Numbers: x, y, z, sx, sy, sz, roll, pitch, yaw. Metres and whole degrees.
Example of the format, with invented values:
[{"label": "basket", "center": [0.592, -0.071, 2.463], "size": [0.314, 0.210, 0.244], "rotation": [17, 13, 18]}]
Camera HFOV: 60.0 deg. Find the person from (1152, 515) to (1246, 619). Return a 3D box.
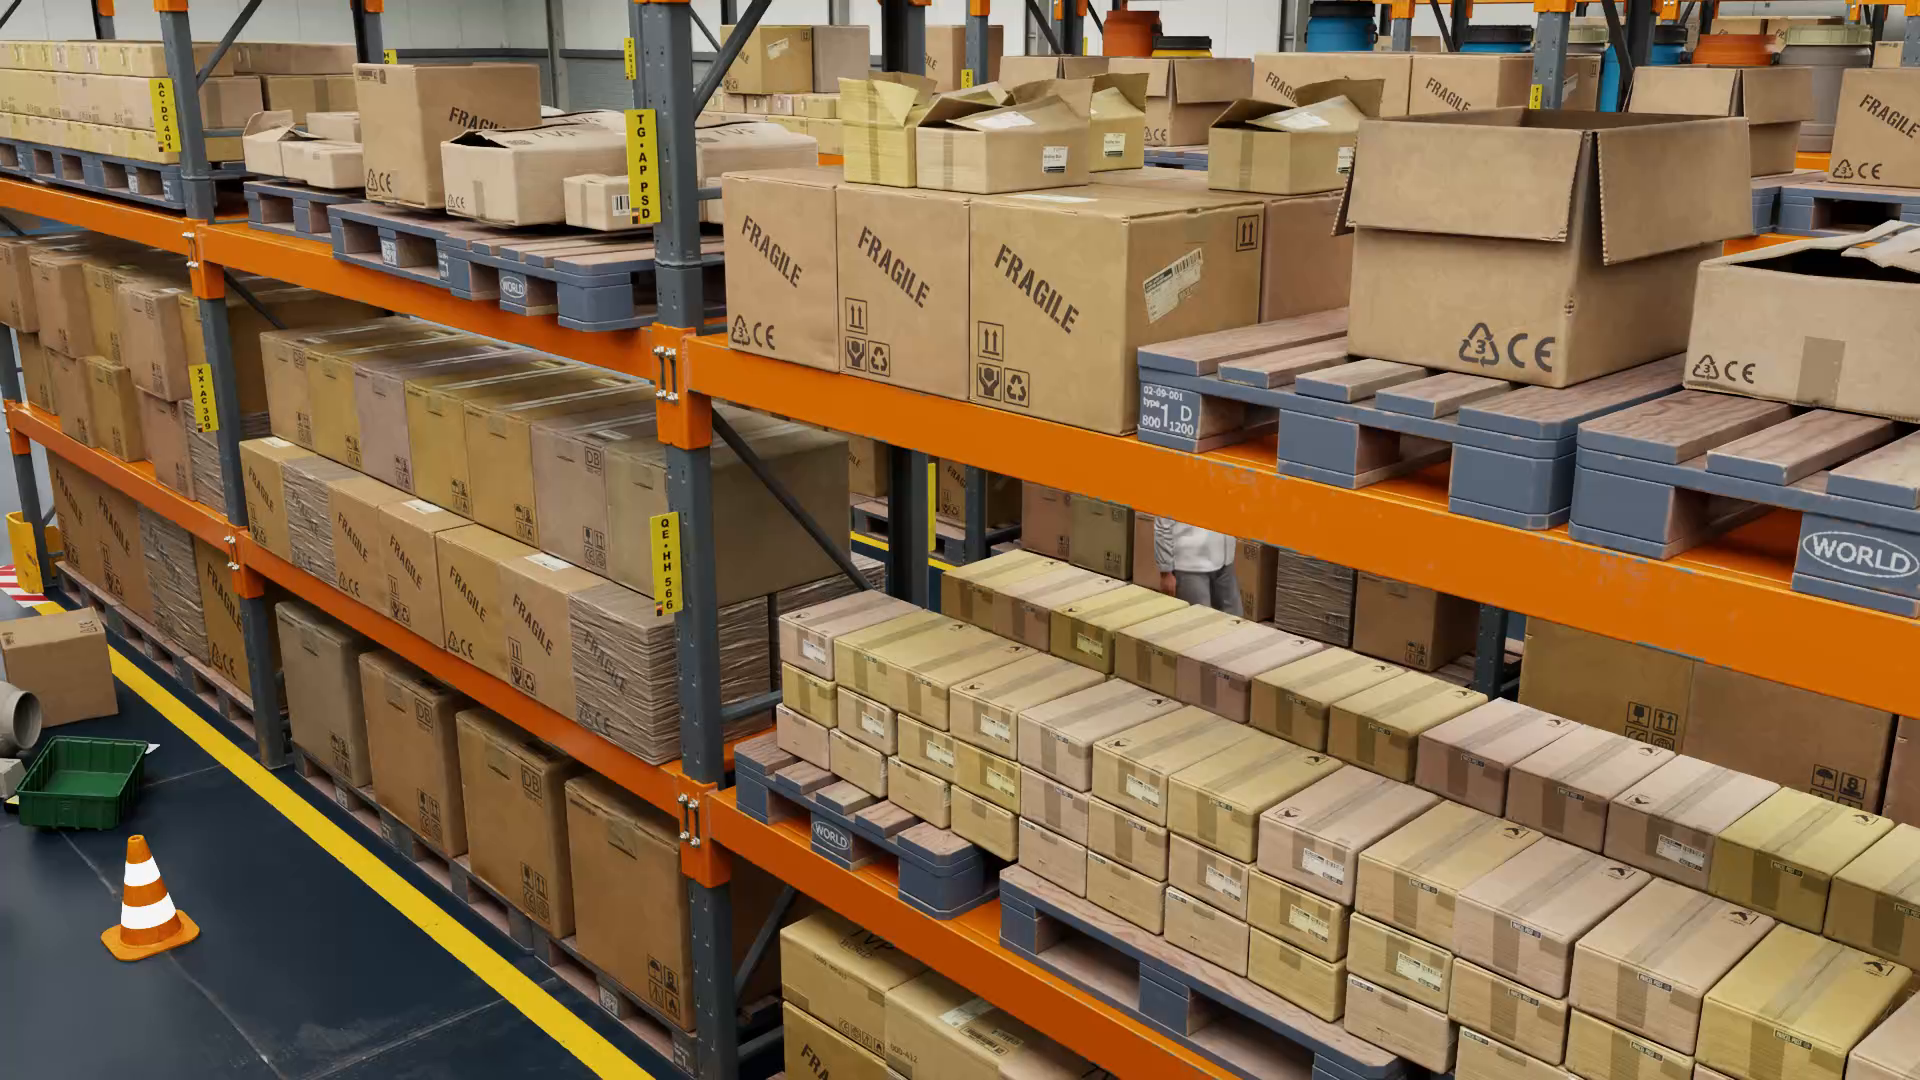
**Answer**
[{"label": "person", "center": [1.319, 0.138, 9.010], "size": [0.574, 1.768, 0.651], "rotation": [-15, 23, -41]}]
